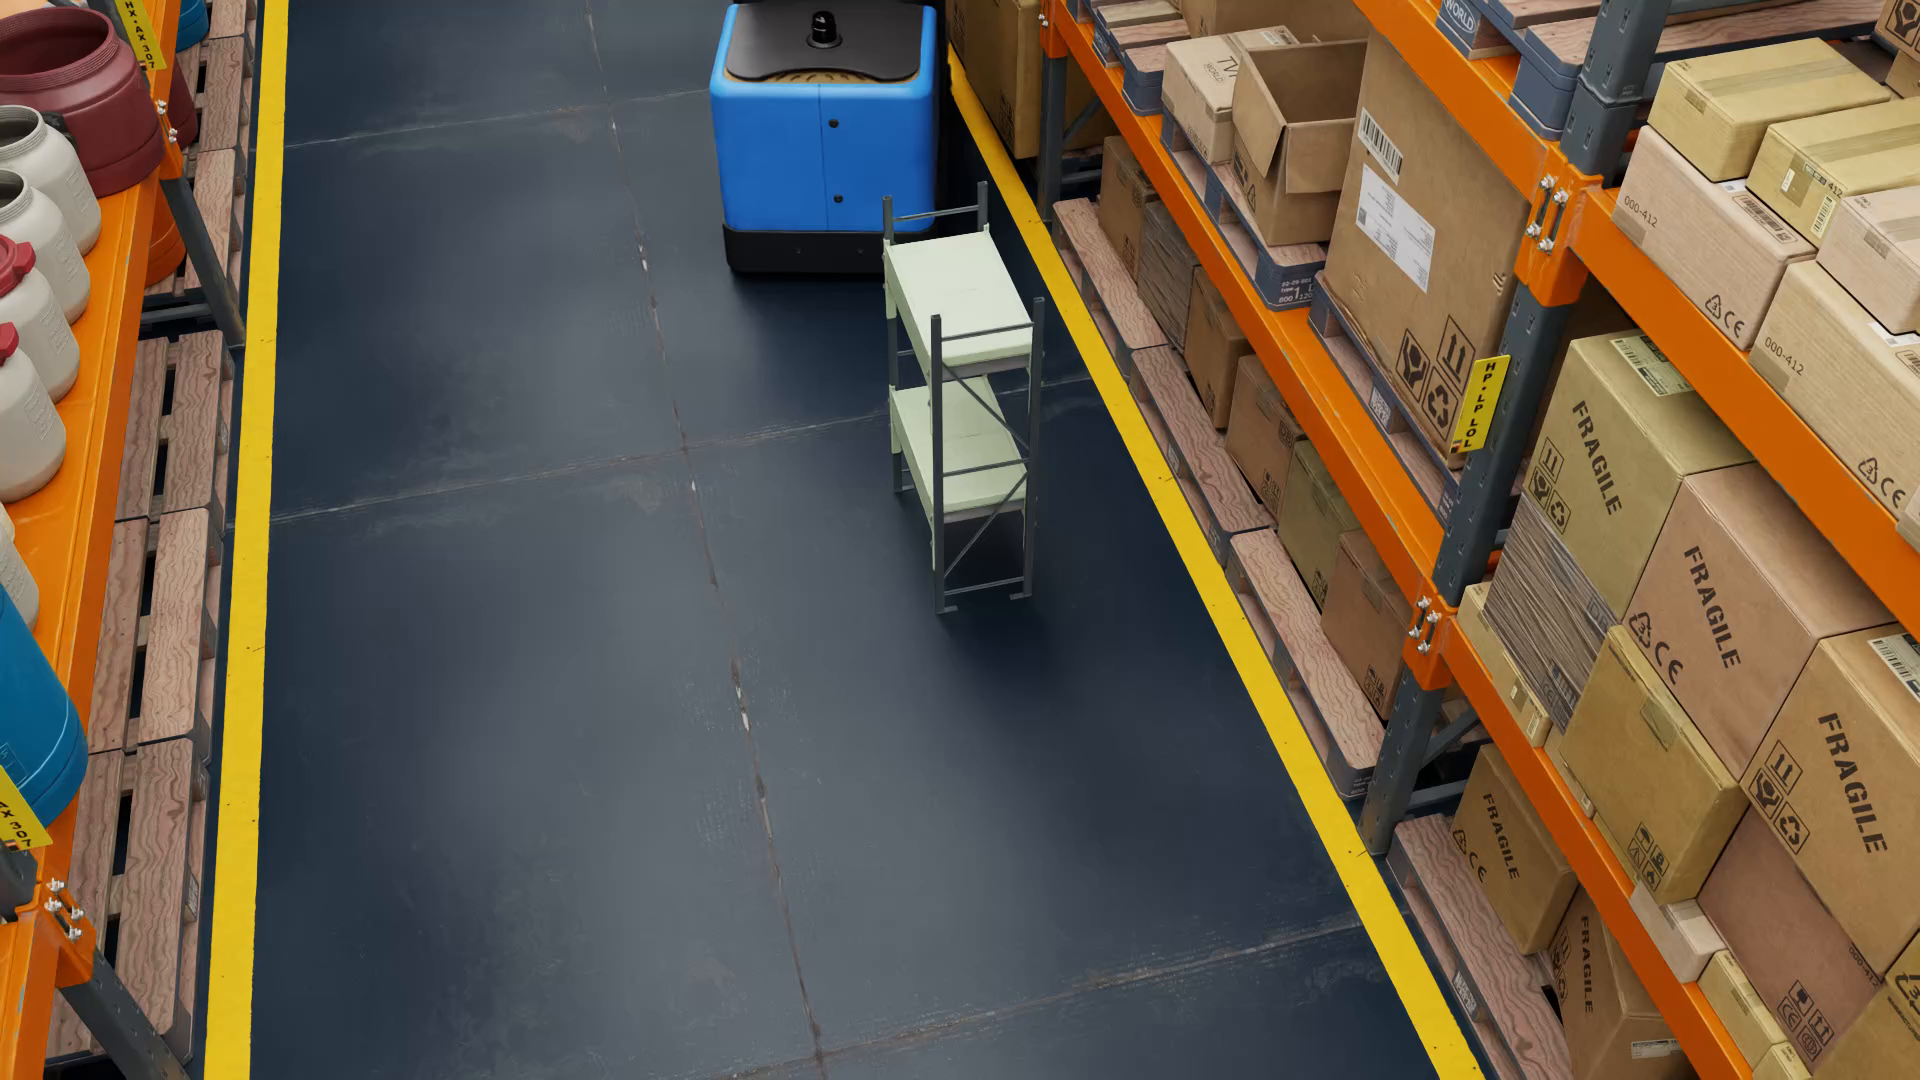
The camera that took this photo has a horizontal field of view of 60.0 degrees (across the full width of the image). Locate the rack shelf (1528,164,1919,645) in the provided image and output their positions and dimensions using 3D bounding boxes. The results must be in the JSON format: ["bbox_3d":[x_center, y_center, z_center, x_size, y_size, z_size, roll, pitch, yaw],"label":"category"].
[{"bbox_3d":[2.435,0.525,2.790,1.077,0.370,4.000,-11,47,-10],"label":"rack shelf"}]

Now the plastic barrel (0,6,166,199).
[{"bbox_3d":[-3.478,-1.696,6.468,0.600,0.536,0.708,-11,47,-10],"label":"plastic barrel"}]

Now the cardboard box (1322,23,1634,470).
[{"bbox_3d":[1.855,-0.989,5.156,1.000,1.000,1.000,-10,46,-10],"label":"cardboard box"}]

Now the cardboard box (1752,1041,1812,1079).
[{"bbox_3d":[2.084,1.267,3.835,0.380,0.149,0.250,-11,47,-10],"label":"cardboard box"}]

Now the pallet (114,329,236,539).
[{"bbox_3d":[-3.728,-0.396,7.241,1.003,0.211,1.213,-11,47,-10],"label":"pallet"}]

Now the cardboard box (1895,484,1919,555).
[{"bbox_3d":[2.047,0.012,2.894,0.500,0.250,0.500,-12,47,-12],"label":"cardboard box"}]

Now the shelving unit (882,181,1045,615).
[{"bbox_3d":[0.002,-0.520,6.461,0.431,1.500,0.755,-11,47,-10],"label":"shelving unit"}]

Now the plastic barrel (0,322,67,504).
[{"bbox_3d":[-3.086,-0.407,5.204,0.433,0.535,0.433,0,46,0],"label":"plastic barrel"}]

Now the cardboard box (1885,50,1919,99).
[{"bbox_3d":[2.285,-1.023,3.629,0.380,0.149,0.250,-9,46,-9],"label":"cardboard box"}]

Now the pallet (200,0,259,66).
[{"bbox_3d":[-4.756,-3.159,9.949,1.003,0.211,1.213,-11,47,-10],"label":"pallet"}]

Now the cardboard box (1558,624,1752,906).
[{"bbox_3d":[2.072,0.477,4.155,0.875,0.500,0.500,-11,47,-10],"label":"cardboard box"}]

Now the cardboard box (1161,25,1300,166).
[{"bbox_3d":[1.105,-1.715,6.392,0.500,0.250,0.500,-12,47,-11],"label":"cardboard box"}]

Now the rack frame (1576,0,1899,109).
[{"bbox_3d":[1.923,-2.158,2.814,1.000,3.000,0.127,-11,47,-10],"label":"rack frame"}]

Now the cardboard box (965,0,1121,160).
[{"bbox_3d":[0.742,-2.703,8.743,1.225,0.875,0.875,-13,47,-12],"label":"cardboard box"}]

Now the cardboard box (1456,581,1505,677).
[{"bbox_3d":[1.687,0.234,4.847,0.380,0.149,0.250,-11,47,-10],"label":"cardboard box"}]

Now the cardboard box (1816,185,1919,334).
[{"bbox_3d":[1.891,-0.551,3.166,0.380,0.149,0.250,-10,46,-10],"label":"cardboard box"}]

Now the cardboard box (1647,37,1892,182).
[{"bbox_3d":[1.708,-0.914,3.522,0.380,0.149,0.250,-12,47,-11],"label":"cardboard box"}]

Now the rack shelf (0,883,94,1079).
[{"bbox_3d":[-2.353,2.480,2.973,1.077,0.370,4.000,-11,47,-10],"label":"rack shelf"}]

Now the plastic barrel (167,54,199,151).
[{"bbox_3d":[-4.320,-2.331,8.579,0.600,0.588,0.708,-11,47,-10],"label":"plastic barrel"}]

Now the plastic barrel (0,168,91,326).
[{"bbox_3d":[-3.312,-0.991,5.793,0.421,0.512,0.421,0,46,0],"label":"plastic barrel"}]

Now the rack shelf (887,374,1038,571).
[{"bbox_3d":[0.002,-0.292,6.693,0.431,0.370,0.720,-11,47,-10],"label":"rack shelf"}]

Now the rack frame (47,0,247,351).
[{"bbox_3d":[-3.889,-1.914,6.776,1.000,3.000,0.127,-11,47,-10],"label":"rack frame"}]

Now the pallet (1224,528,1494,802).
[{"bbox_3d":[1.722,0.381,6.480,1.003,0.211,1.213,-11,47,-10],"label":"pallet"}]

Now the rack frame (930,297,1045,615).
[{"bbox_3d":[0.095,-0.268,6.213,0.400,1.500,0.023,-11,47,-10],"label":"rack frame"}]

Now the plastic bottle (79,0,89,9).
[{"bbox_3d":[-3.688,-2.228,7.171,0.152,0.276,0.135,-11,47,-10],"label":"plastic bottle"}]

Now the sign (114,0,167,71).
[{"bbox_3d":[-3.359,-2.076,6.821,0.100,0.325,0.005,-11,47,-10],"label":"sign"}]

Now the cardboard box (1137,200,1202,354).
[{"bbox_3d":[1.244,-1.259,7.576,0.700,0.500,0.500,-14,47,-14],"label":"cardboard box"}]

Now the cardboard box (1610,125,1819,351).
[{"bbox_3d":[1.790,-0.698,3.589,0.500,0.250,0.500,-12,47,-12],"label":"cardboard box"}]

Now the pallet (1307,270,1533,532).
[{"bbox_3d":[1.868,-0.545,5.569,1.003,0.211,1.213,-11,47,-10],"label":"pallet"}]

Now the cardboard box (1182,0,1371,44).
[{"bbox_3d":[1.315,-2.269,6.760,0.700,0.500,0.500,-4,46,-4],"label":"cardboard box"}]

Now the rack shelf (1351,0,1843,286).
[{"bbox_3d":[1.411,-2.237,5.496,1.077,0.370,4.000,-11,47,-10],"label":"rack shelf"}]

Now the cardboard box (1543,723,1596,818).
[{"bbox_3d":[1.829,0.576,4.512,0.380,0.149,0.250,-11,47,-10],"label":"cardboard box"}]

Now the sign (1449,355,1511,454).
[{"bbox_3d":[1.387,-0.359,4.442,0.100,0.325,0.005,-11,47,-10],"label":"sign"}]

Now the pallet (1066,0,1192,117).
[{"bbox_3d":[1.184,-2.280,7.269,1.213,0.211,1.003,-11,47,-10],"label":"pallet"}]

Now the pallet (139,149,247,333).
[{"bbox_3d":[-4.131,-1.474,8.298,1.003,0.211,1.213,-11,47,-10],"label":"pallet"}]

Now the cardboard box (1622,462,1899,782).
[{"bbox_3d":[1.922,0.155,3.770,0.500,0.500,0.500,-11,47,-10],"label":"cardboard box"}]

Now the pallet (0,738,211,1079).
[{"bbox_3d":[-3.104,1.289,5.590,1.003,0.211,1.213,-11,47,-10],"label":"pallet"}]

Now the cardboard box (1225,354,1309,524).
[{"bbox_3d":[1.539,-0.484,6.817,0.700,0.500,0.500,-14,47,-14],"label":"cardboard box"}]

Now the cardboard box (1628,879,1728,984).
[{"bbox_3d":[1.927,0.927,4.168,0.380,0.149,0.250,-11,47,-10],"label":"cardboard box"}]

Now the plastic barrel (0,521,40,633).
[{"bbox_3d":[-2.898,0.100,4.708,0.433,0.535,0.433,0,46,0],"label":"plastic barrel"}]

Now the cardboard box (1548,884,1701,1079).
[{"bbox_3d":[2.140,1.348,5.036,0.500,0.500,0.500,3,46,2],"label":"cardboard box"}]

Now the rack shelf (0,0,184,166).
[{"bbox_3d":[-4.401,-3.043,8.386,1.077,0.370,4.000,-11,47,-10],"label":"rack shelf"}]

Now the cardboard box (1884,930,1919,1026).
[{"bbox_3d":[2.188,0.844,3.095,0.500,0.500,0.500,-11,47,-10],"label":"cardboard box"}]

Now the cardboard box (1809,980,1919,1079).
[{"bbox_3d":[2.385,1.156,3.489,0.875,0.500,0.500,-11,47,-10],"label":"cardboard box"}]

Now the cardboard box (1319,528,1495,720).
[{"bbox_3d":[1.786,0.235,6.112,0.700,0.500,0.500,-14,47,-13],"label":"cardboard box"}]

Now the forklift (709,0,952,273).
[{"bbox_3d":[-0.610,-3.372,8.253,1.130,2.935,3.031,1,46,1],"label":"forklift"}]

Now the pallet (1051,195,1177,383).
[{"bbox_3d":[1.097,-1.304,8.130,1.003,0.211,1.213,-11,47,-10],"label":"pallet"}]
